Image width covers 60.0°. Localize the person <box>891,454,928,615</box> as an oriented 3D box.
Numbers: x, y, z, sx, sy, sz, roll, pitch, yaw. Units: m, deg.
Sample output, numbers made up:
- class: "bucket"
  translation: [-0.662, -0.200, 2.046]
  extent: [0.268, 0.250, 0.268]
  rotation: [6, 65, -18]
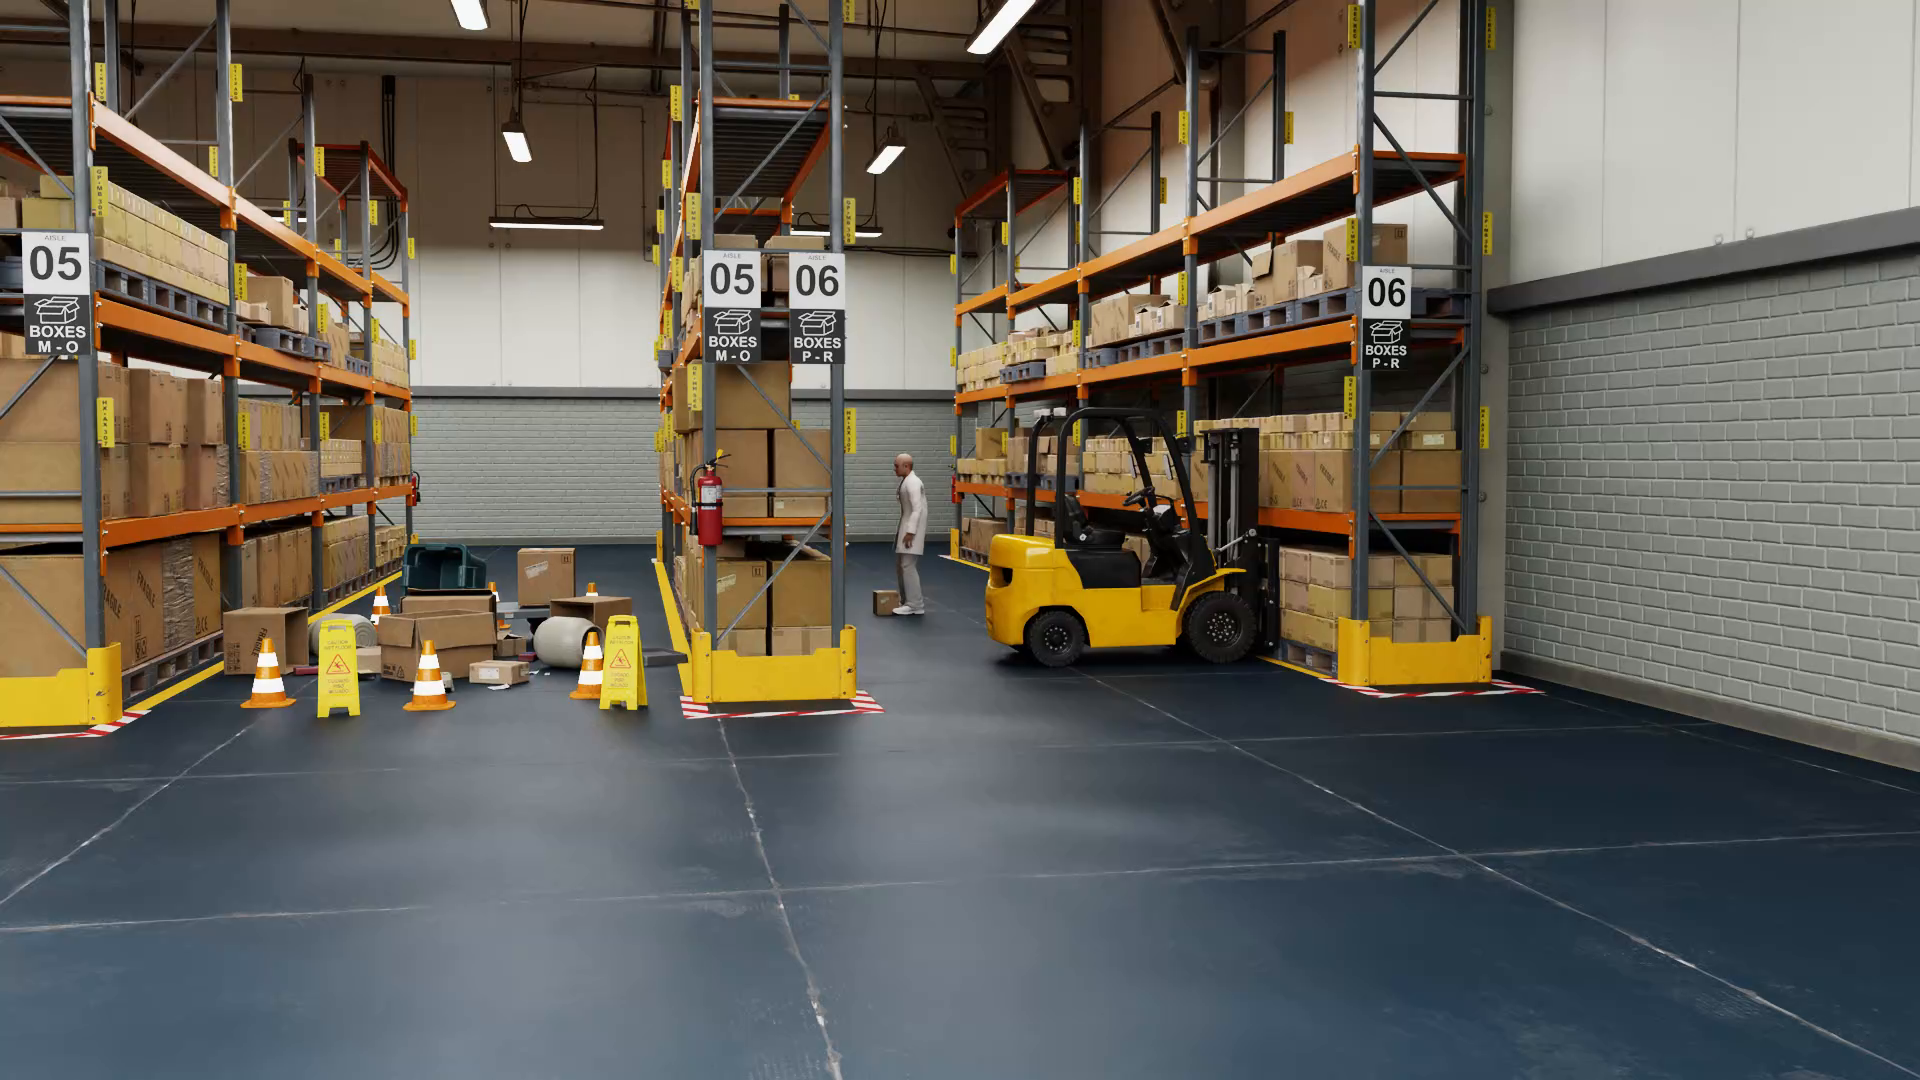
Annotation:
- class: "person"
  translation: [-0.573, -0.069, 18.463]
  extent: [0.418, 1.773, 0.643]
  rotation: [-1, 3, -11]
